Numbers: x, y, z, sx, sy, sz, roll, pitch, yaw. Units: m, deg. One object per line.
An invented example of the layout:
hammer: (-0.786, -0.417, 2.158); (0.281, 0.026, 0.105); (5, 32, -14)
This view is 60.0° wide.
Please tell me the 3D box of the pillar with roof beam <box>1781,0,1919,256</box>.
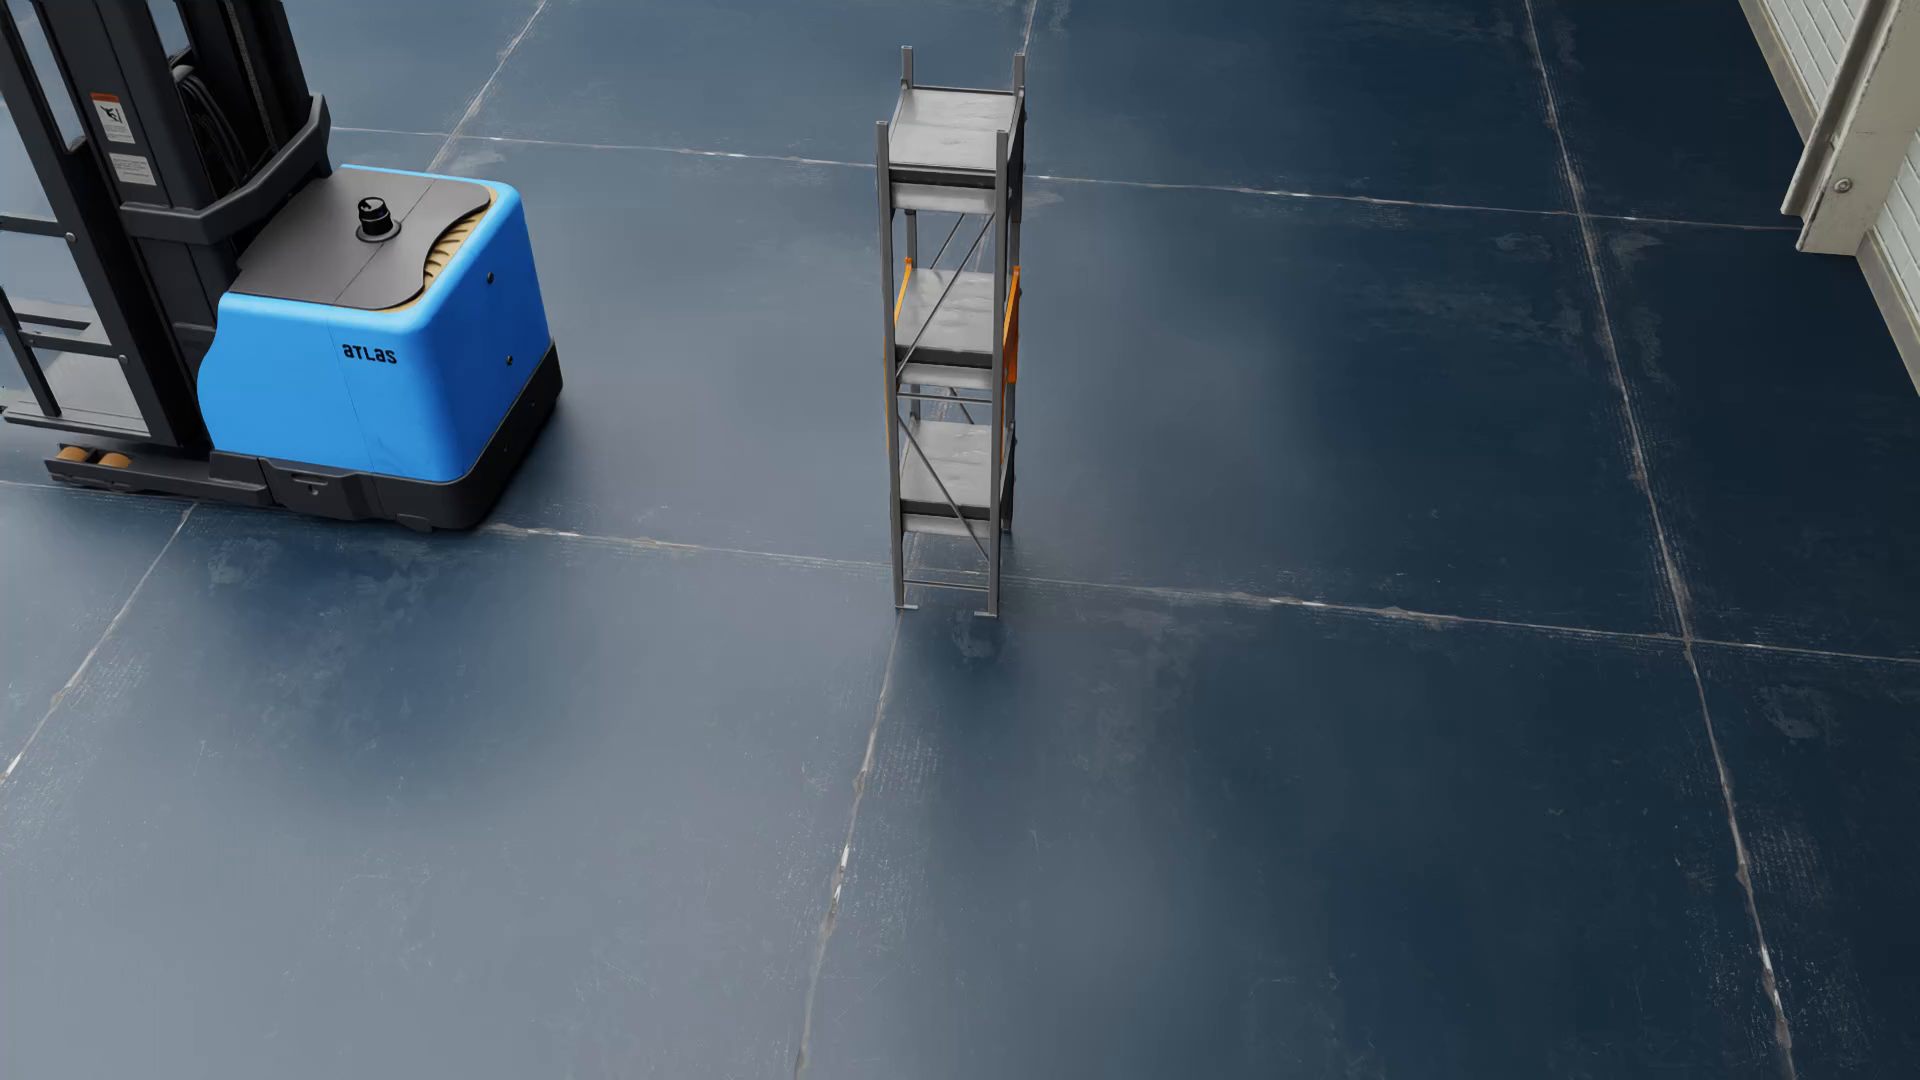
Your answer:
pillar with roof beam: (0.078, -5.215, 5.713); (9.100, 9.000, 0.400); (5, 44, 6)

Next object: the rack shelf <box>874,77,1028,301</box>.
rack shelf: (-0.022, -1.148, 5.437); (0.431, 0.518, 0.480); (5, 44, 6)

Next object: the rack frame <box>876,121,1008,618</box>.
rack frame: (-0.054, -0.483, 5.733); (0.400, 2.100, 0.015); (5, 44, 6)

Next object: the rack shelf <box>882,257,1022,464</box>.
rack shelf: (-0.022, -0.640, 5.918); (0.431, 0.518, 0.480); (5, 44, 6)

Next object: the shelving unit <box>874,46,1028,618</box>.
shelving unit: (-0.022, -0.650, 5.909); (0.431, 2.100, 0.503); (5, 44, 6)

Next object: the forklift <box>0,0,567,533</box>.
forklift: (-3.313, -1.607, 6.316); (3.031, 2.935, 1.130); (8, 44, 9)

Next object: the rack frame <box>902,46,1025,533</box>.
rack frame: (0.010, -0.816, 6.085); (0.400, 2.100, 0.015); (5, 44, 6)

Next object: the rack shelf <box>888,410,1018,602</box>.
rack shelf: (-0.022, -0.131, 6.400); (0.431, 0.518, 0.480); (5, 44, 6)
